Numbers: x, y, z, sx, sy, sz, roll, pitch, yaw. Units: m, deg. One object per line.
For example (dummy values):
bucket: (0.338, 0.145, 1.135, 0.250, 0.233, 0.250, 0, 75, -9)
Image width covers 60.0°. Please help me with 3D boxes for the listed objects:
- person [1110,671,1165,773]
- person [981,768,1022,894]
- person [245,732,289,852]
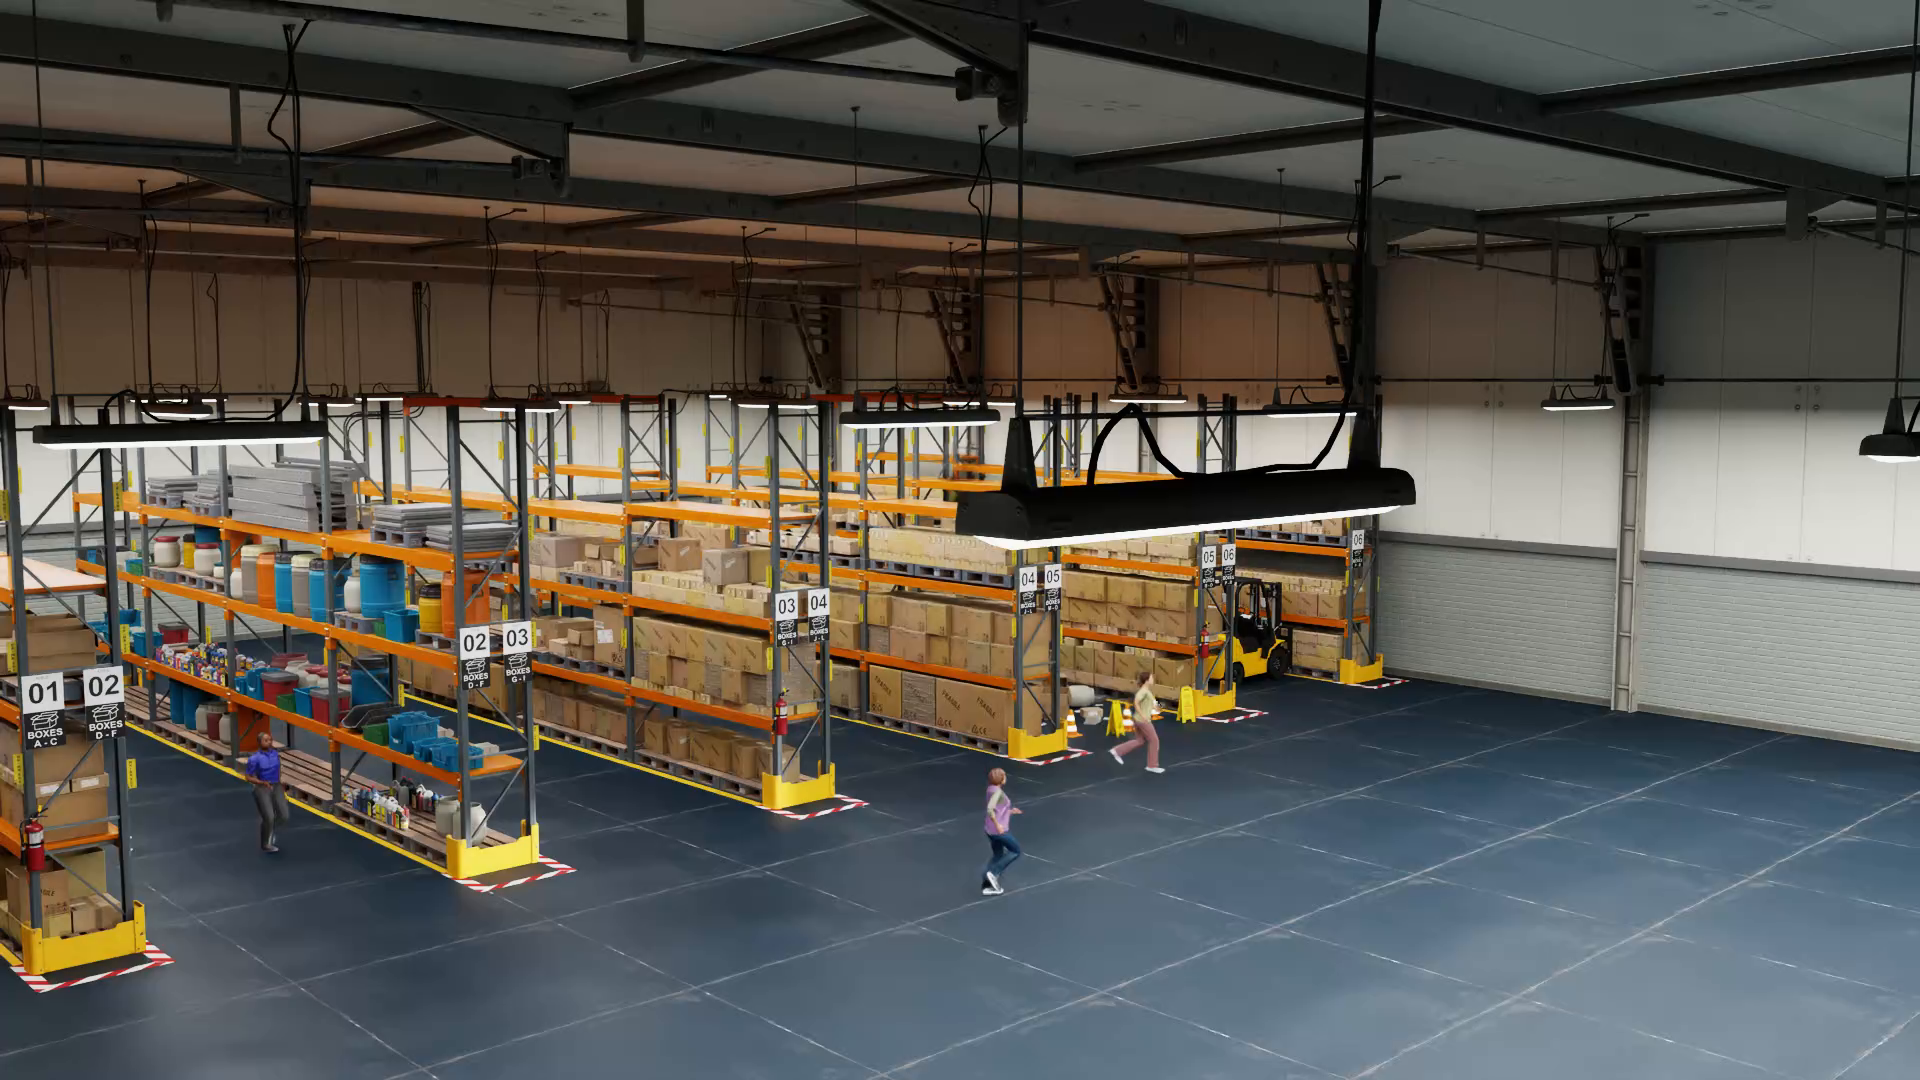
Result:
person: (2.870, 2.931, 26.795, 0.888, 1.648, 0.559, 0, 6, 0)
person: (0.508, 3.572, 20.436, 0.552, 1.562, 0.533, -2, 6, -19)
person: (-9.256, 3.381, 22.275, 0.572, 1.596, 0.571, 4, 7, 33)
